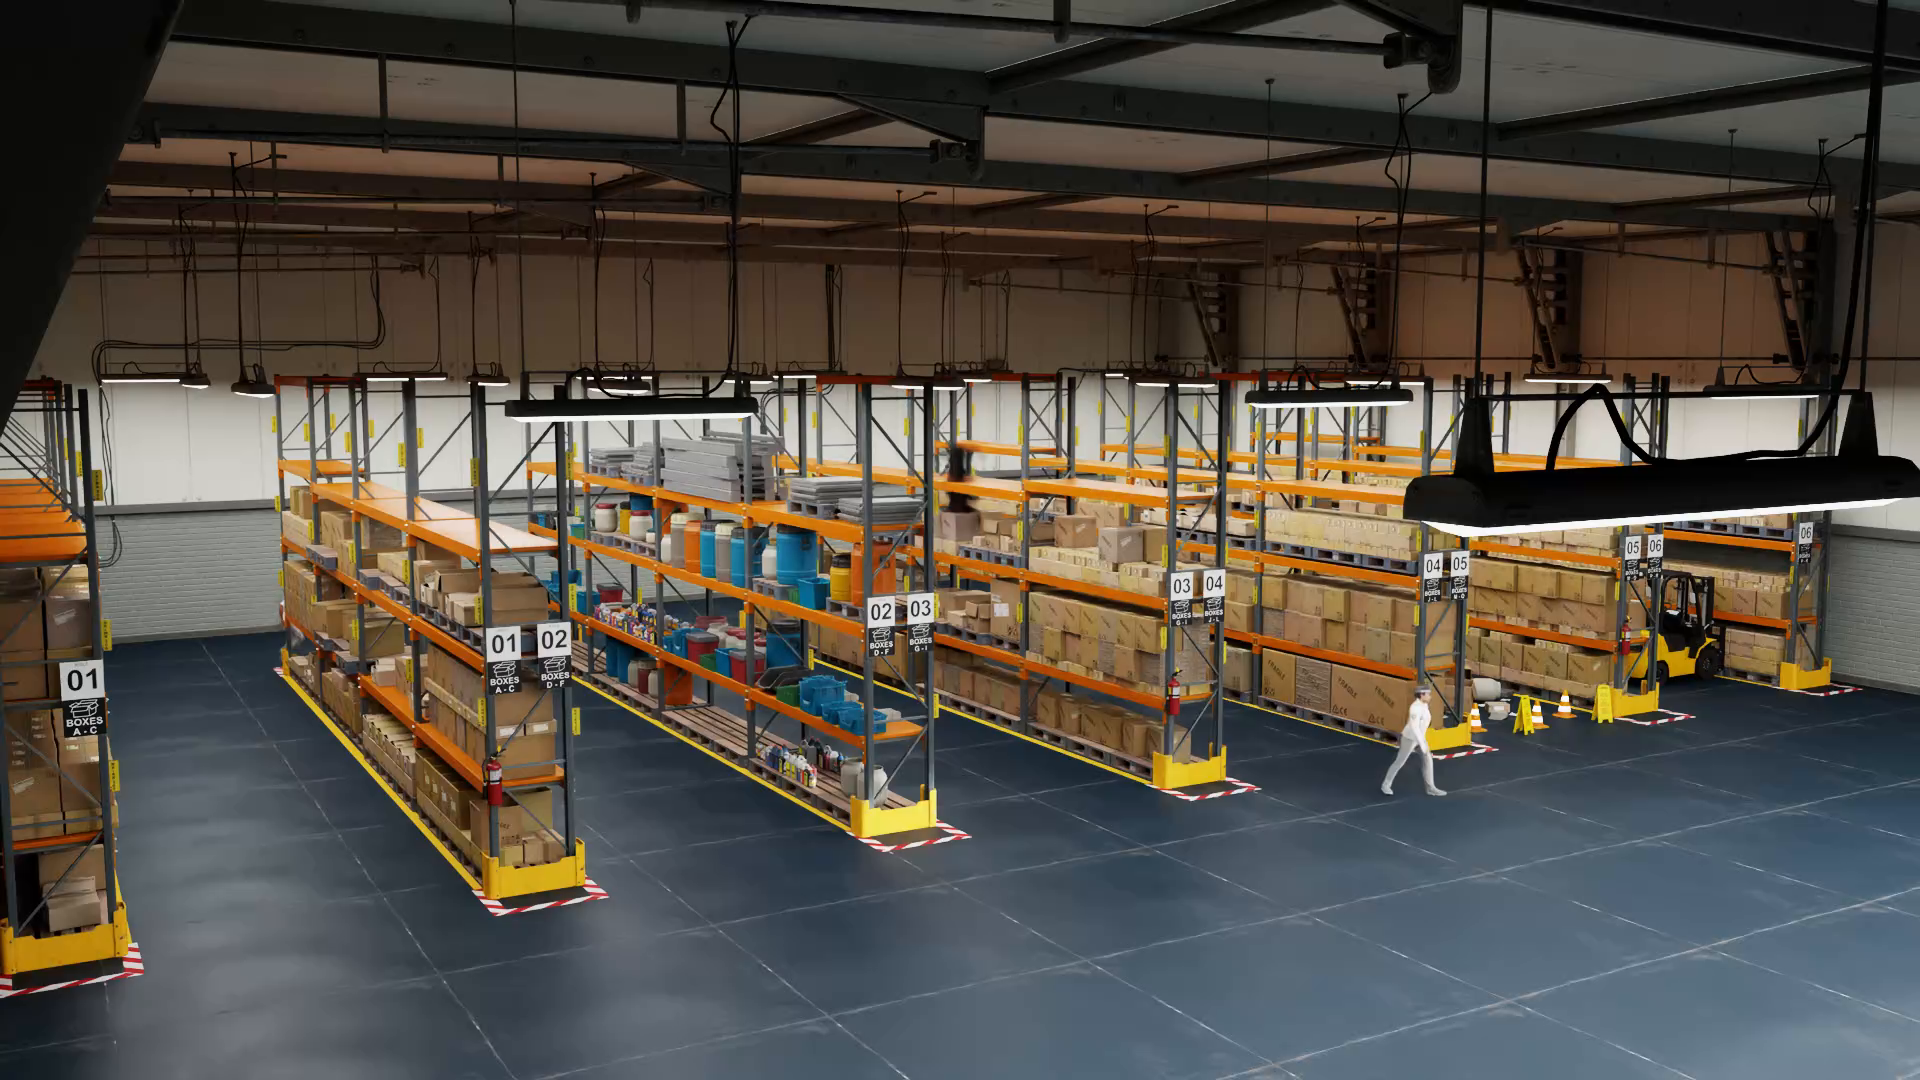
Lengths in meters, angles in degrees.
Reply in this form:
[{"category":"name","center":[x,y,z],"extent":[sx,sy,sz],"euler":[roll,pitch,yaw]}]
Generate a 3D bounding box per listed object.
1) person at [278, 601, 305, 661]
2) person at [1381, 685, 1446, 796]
[{"category":"person","center":[-13.873,1.716,34.726],"extent":[0.794,1.679,0.736],"euler":[0,6,2]},{"category":"person","center":[6.582,2.886,24.062],"extent":[0.849,1.615,0.661],"euler":[5,8,38]}]
